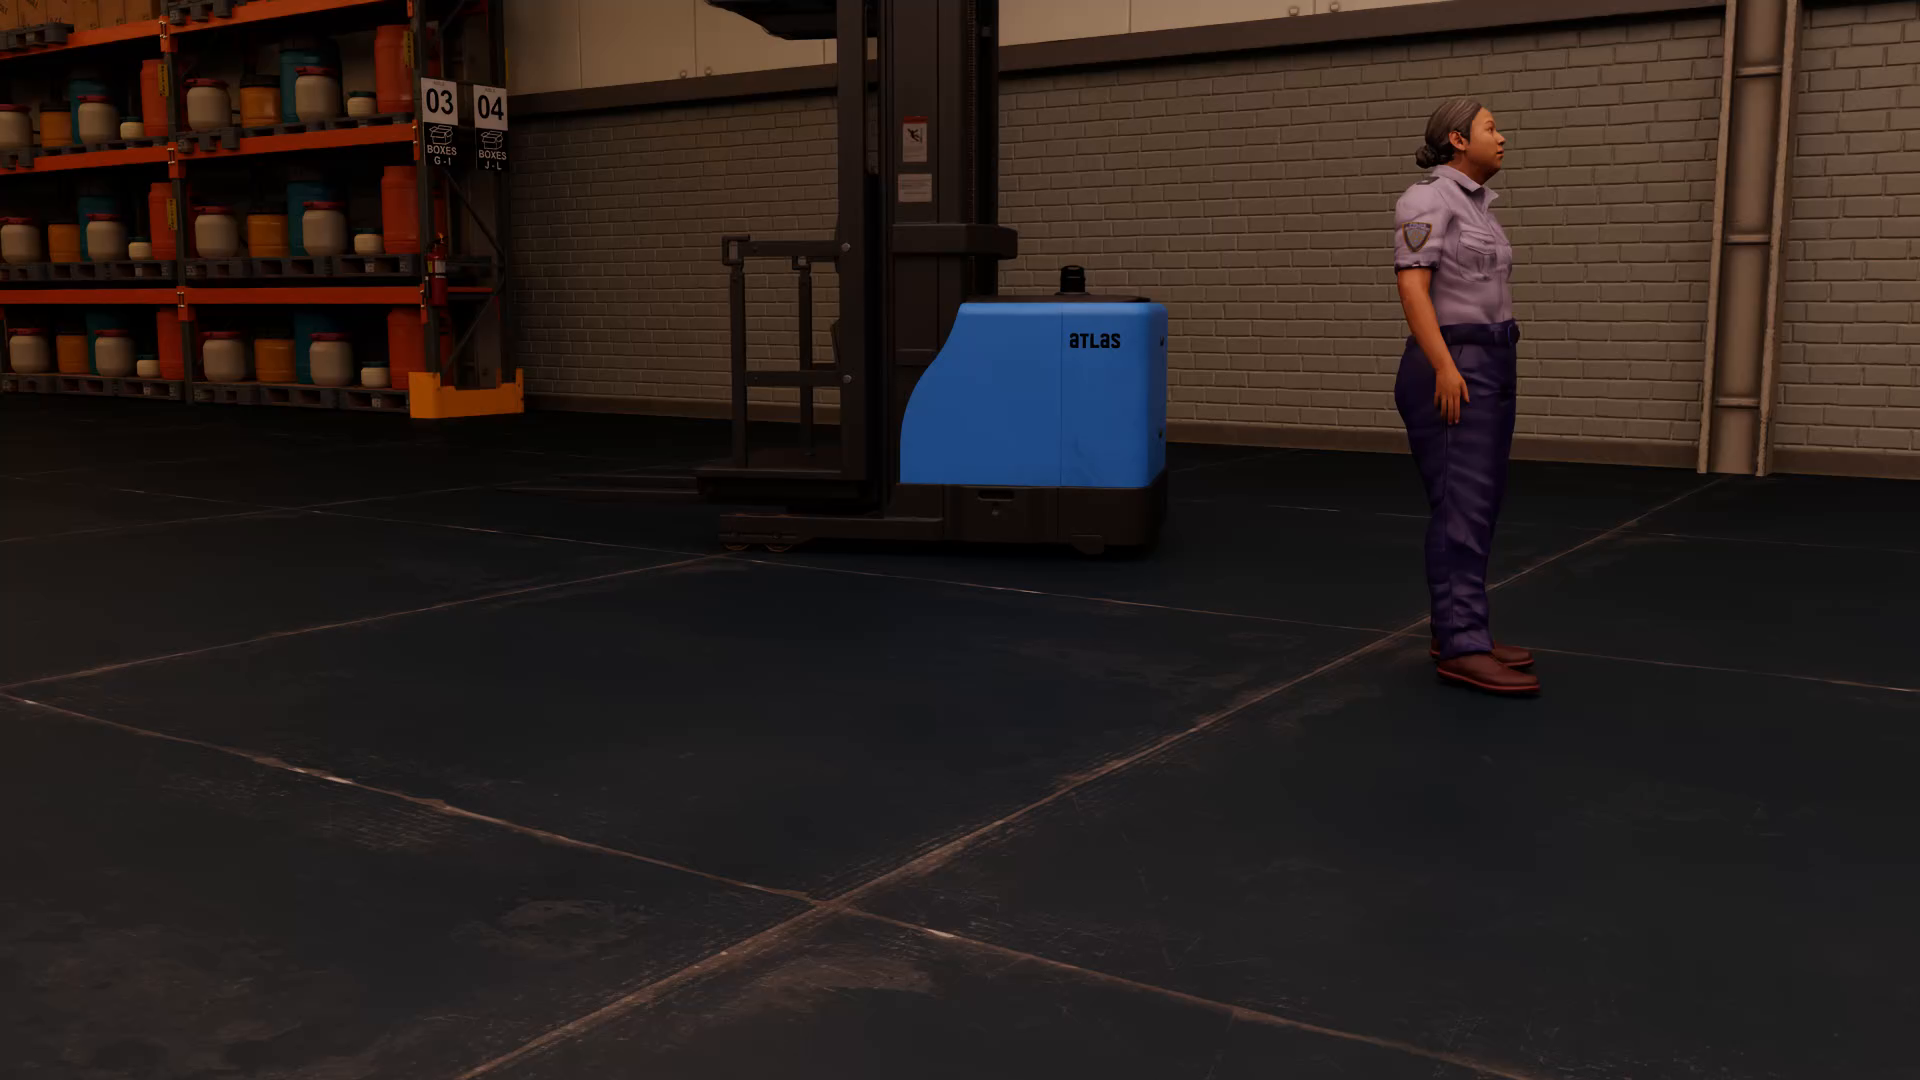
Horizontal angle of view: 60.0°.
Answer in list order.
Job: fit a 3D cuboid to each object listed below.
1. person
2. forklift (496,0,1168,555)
[{"bbox_3d":[1.520,-0.438,4.780,0.502,1.651,0.598,6,10,34],"label":"person"},{"bbox_3d":[-0.596,-1.469,7.520,3.031,2.935,1.130,2,8,12],"label":"forklift"}]
